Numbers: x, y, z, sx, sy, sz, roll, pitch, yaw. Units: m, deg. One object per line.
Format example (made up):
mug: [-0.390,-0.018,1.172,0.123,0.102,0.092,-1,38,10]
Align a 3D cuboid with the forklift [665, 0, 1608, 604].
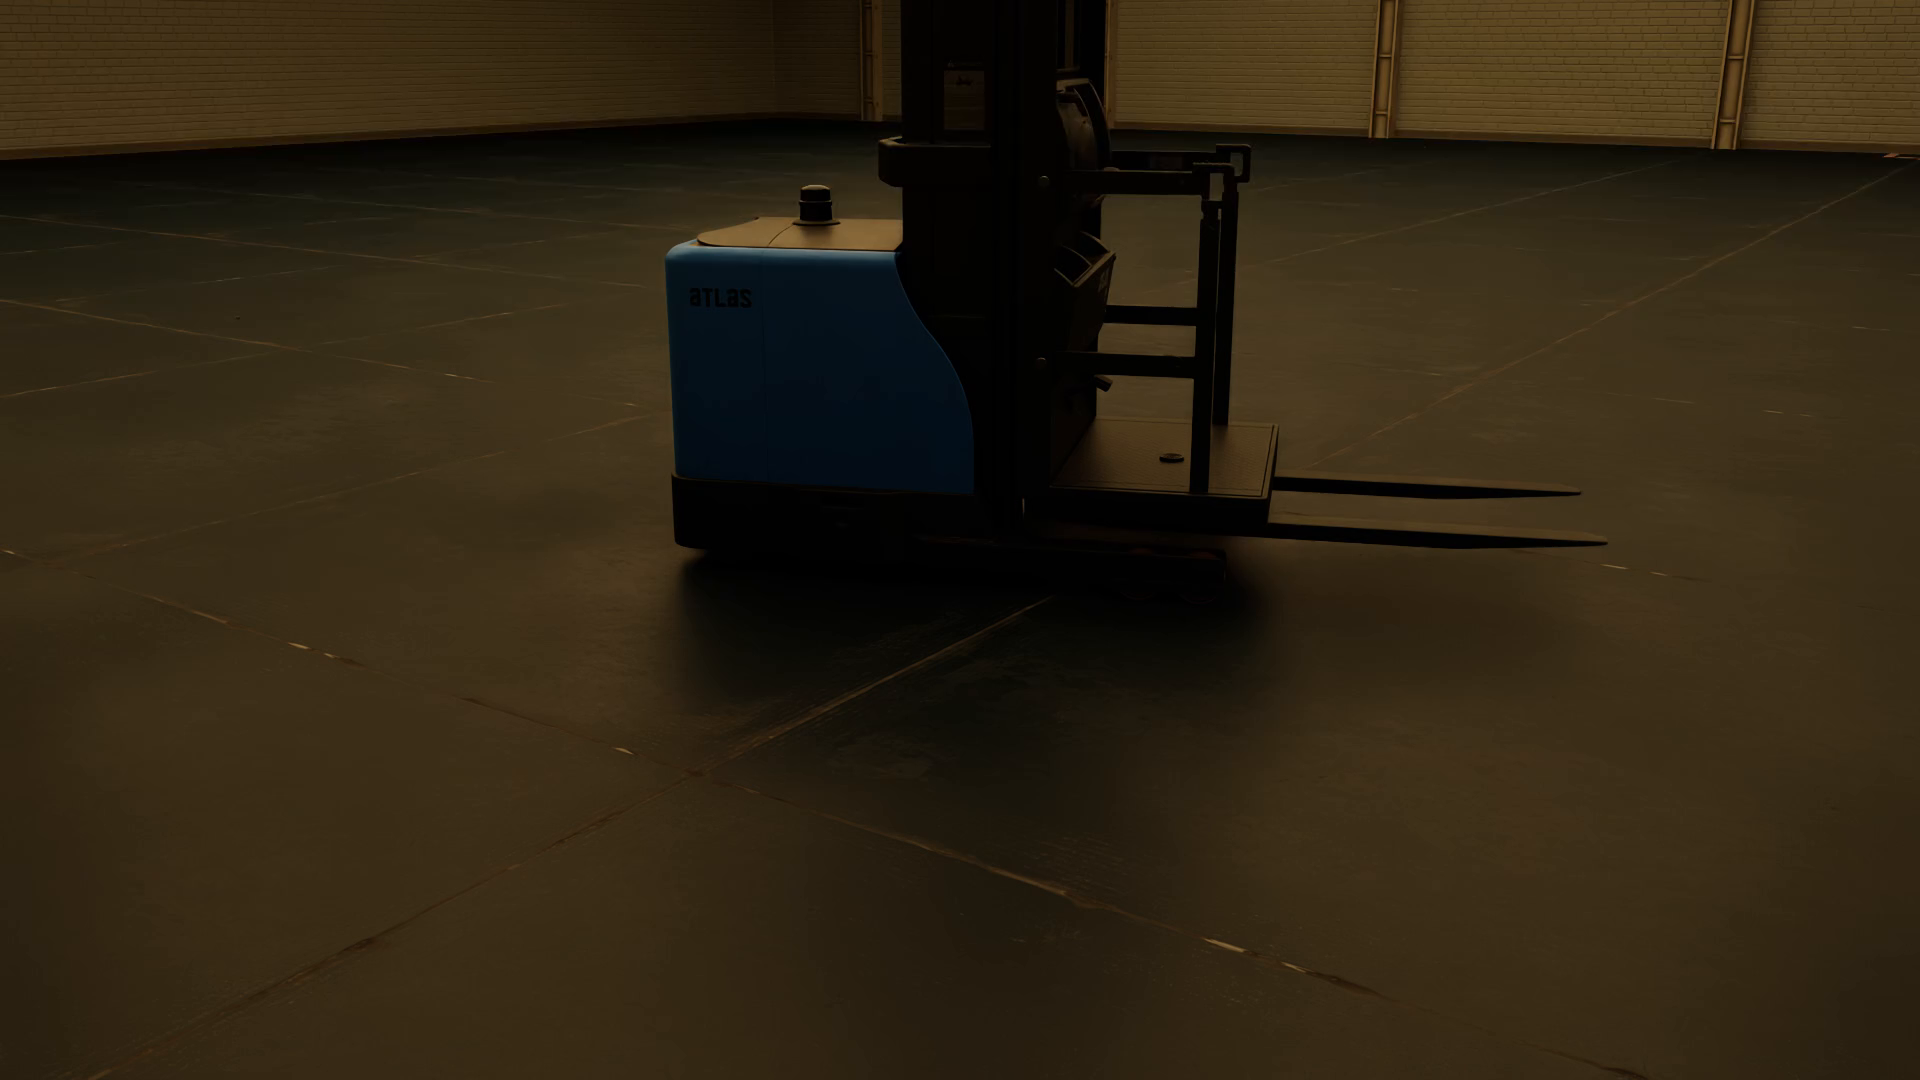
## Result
forklift: [0.595,-1.367,5.404,3.031,2.935,1.130,4,17,12]
